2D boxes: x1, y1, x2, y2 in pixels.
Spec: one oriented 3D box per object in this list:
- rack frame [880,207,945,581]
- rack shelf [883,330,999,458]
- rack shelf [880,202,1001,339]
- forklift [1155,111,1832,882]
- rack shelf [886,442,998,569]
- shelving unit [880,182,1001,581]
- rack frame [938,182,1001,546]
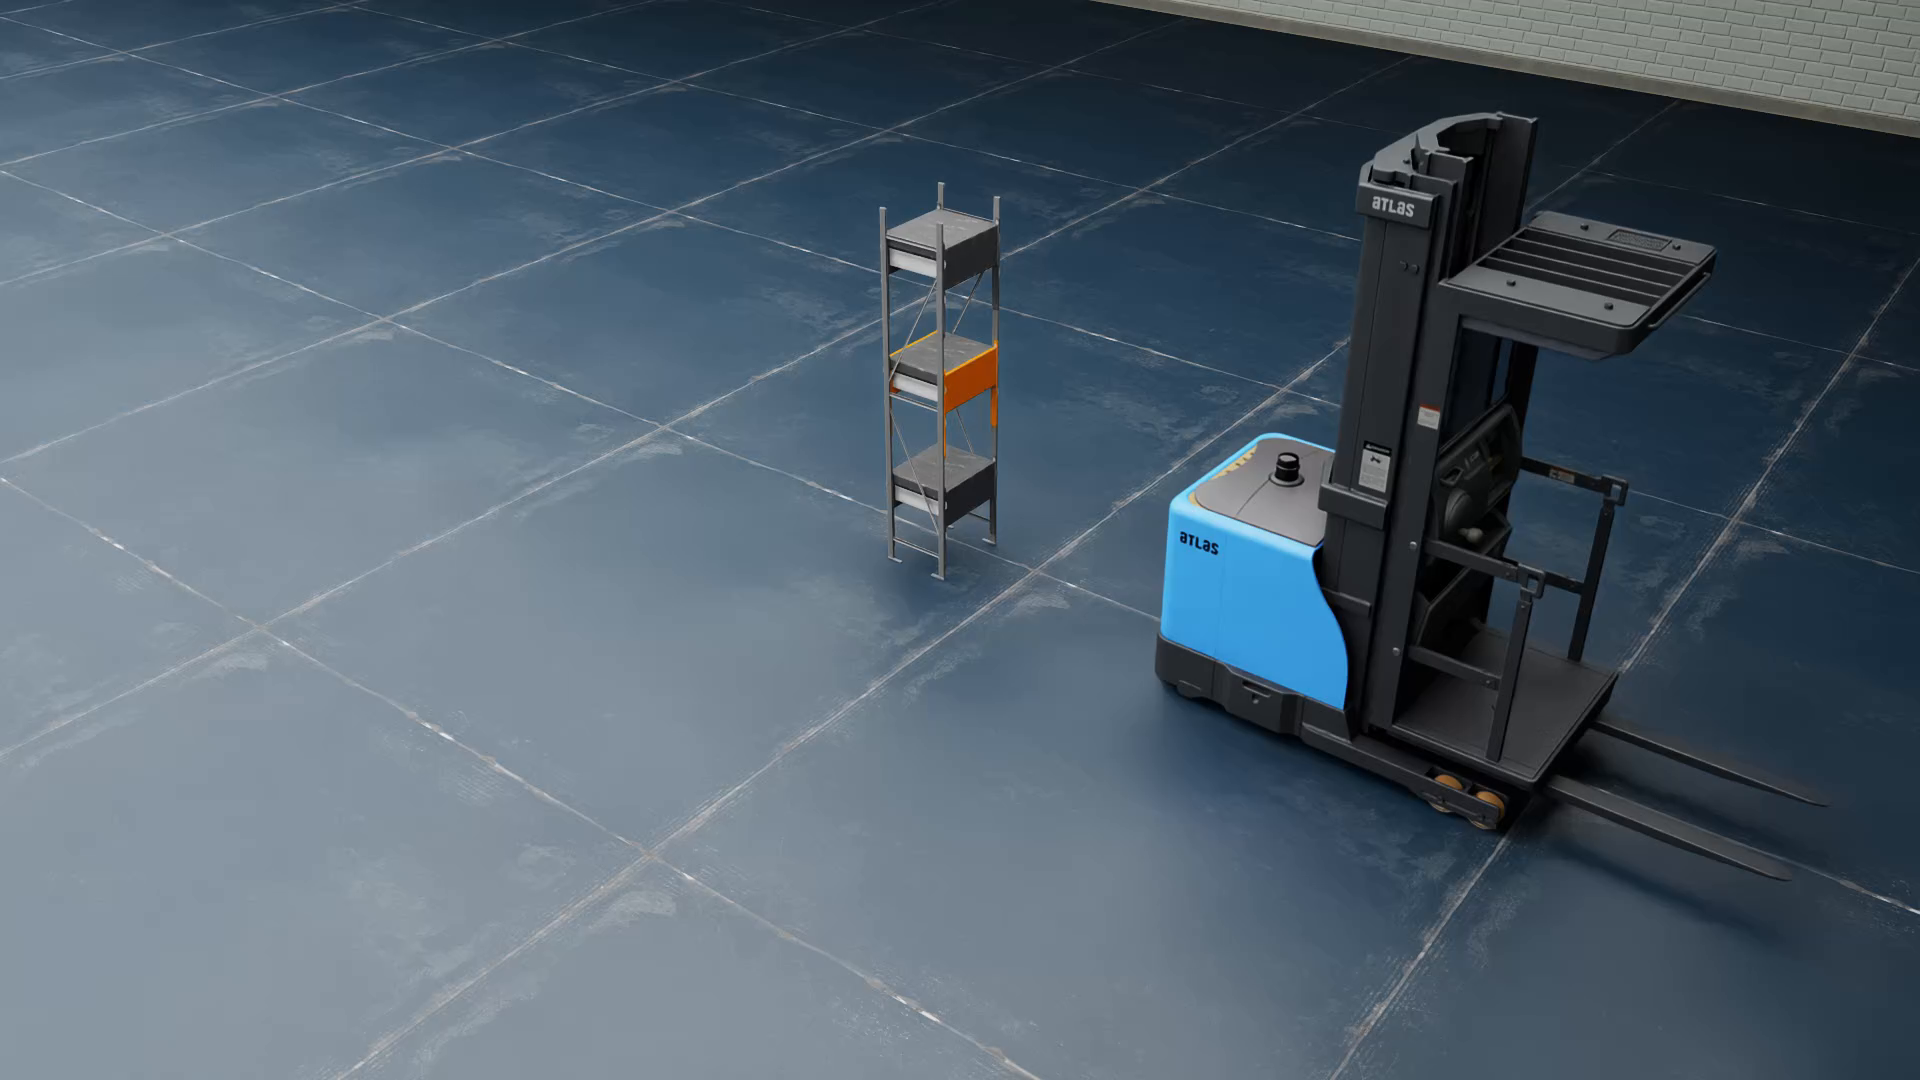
[{"bbox_3d":[-0.247,-0.737,8.934,0.400,2.100,0.015,21,37,31],"label":"rack frame"},{"bbox_3d":[-0.100,-0.824,9.108,0.431,0.518,0.480,21,37,31],"label":"rack shelf"},{"bbox_3d":[-0.100,-1.426,8.751,0.431,0.518,0.480,21,37,31],"label":"rack shelf"},{"bbox_3d":[2.467,-0.258,7.310,3.031,2.935,1.130,22,37,32],"label":"forklift"},{"bbox_3d":[-0.100,-0.222,9.465,0.431,0.518,0.480,21,37,31],"label":"rack shelf"},{"bbox_3d":[-0.100,-0.836,9.101,0.431,2.100,0.503,21,37,31],"label":"shelving unit"},{"bbox_3d":[0.047,-0.935,9.269,0.400,2.100,0.015,21,37,31],"label":"rack frame"}]
